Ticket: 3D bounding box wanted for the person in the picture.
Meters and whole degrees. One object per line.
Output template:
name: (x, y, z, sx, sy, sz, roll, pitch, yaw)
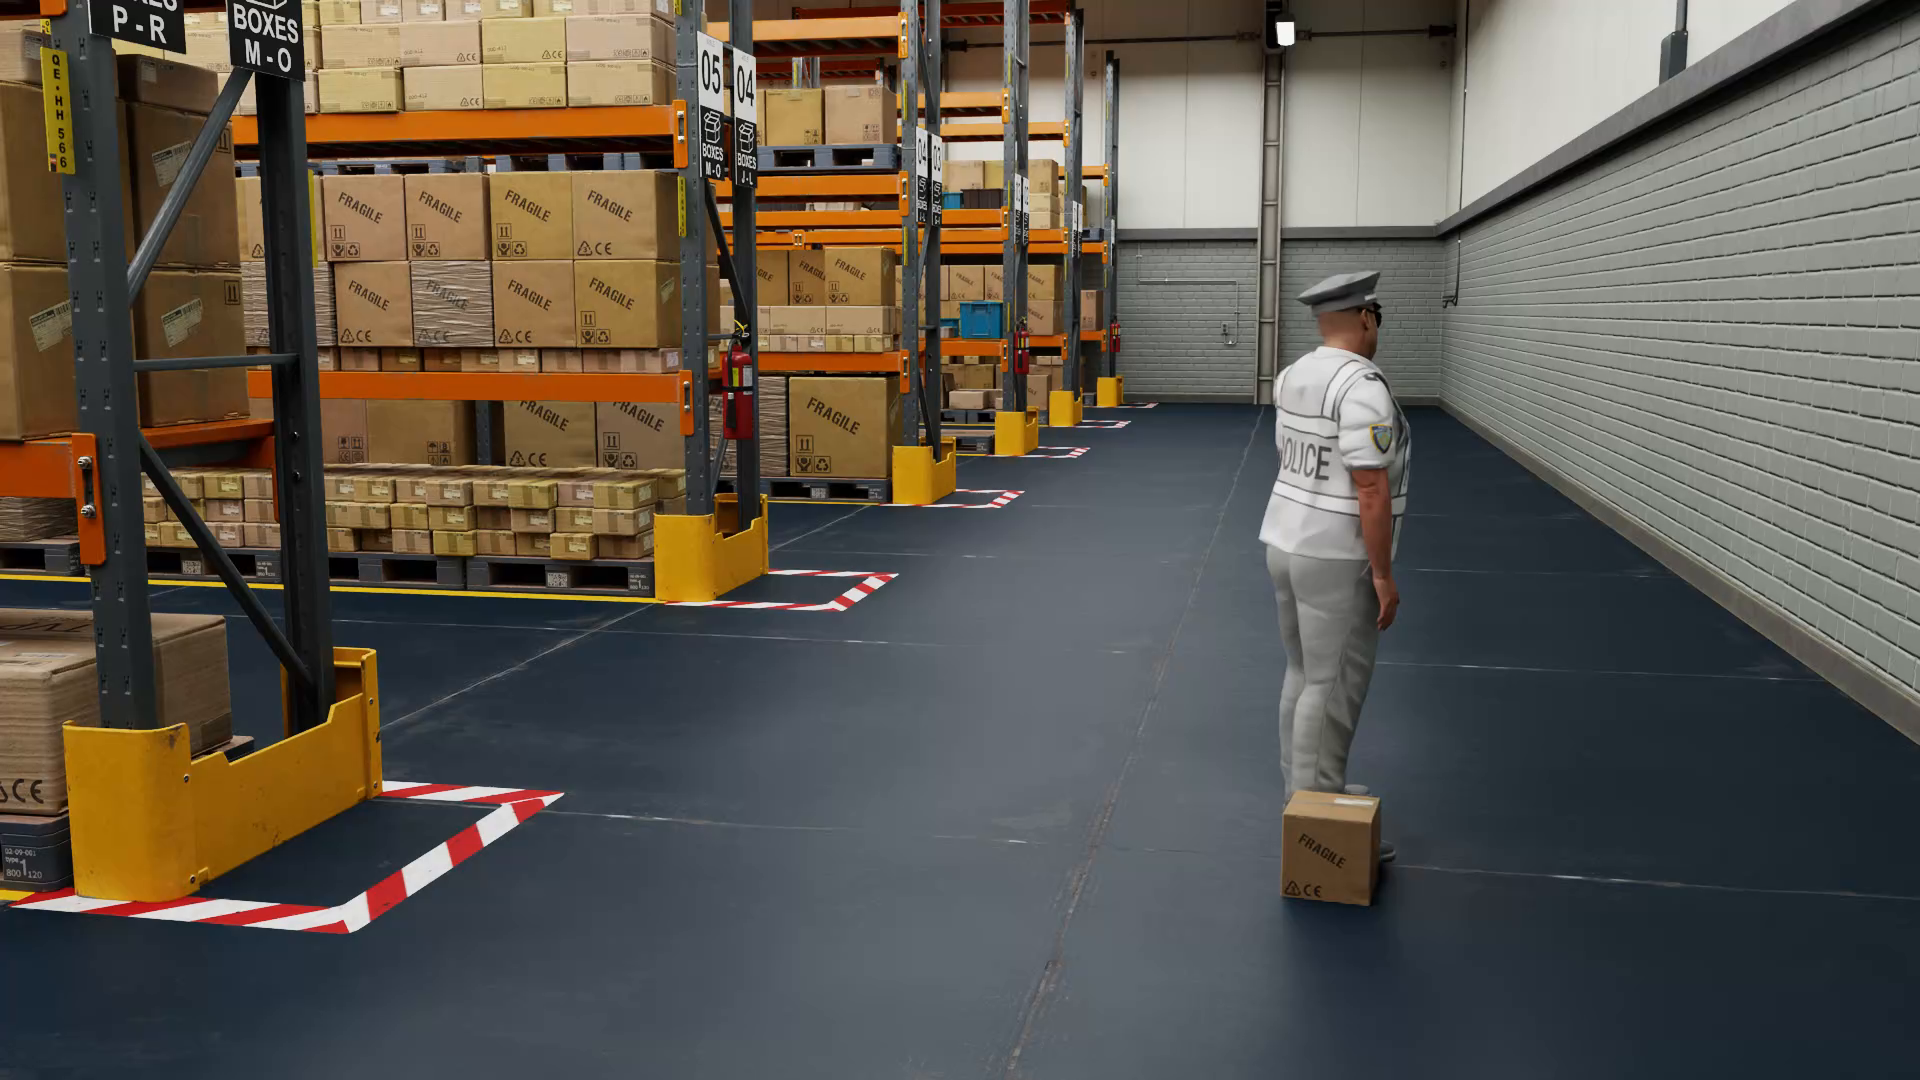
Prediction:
person: (1.189, 0.061, 5.146, 0.460, 1.763, 0.622, -2, 8, -15)
